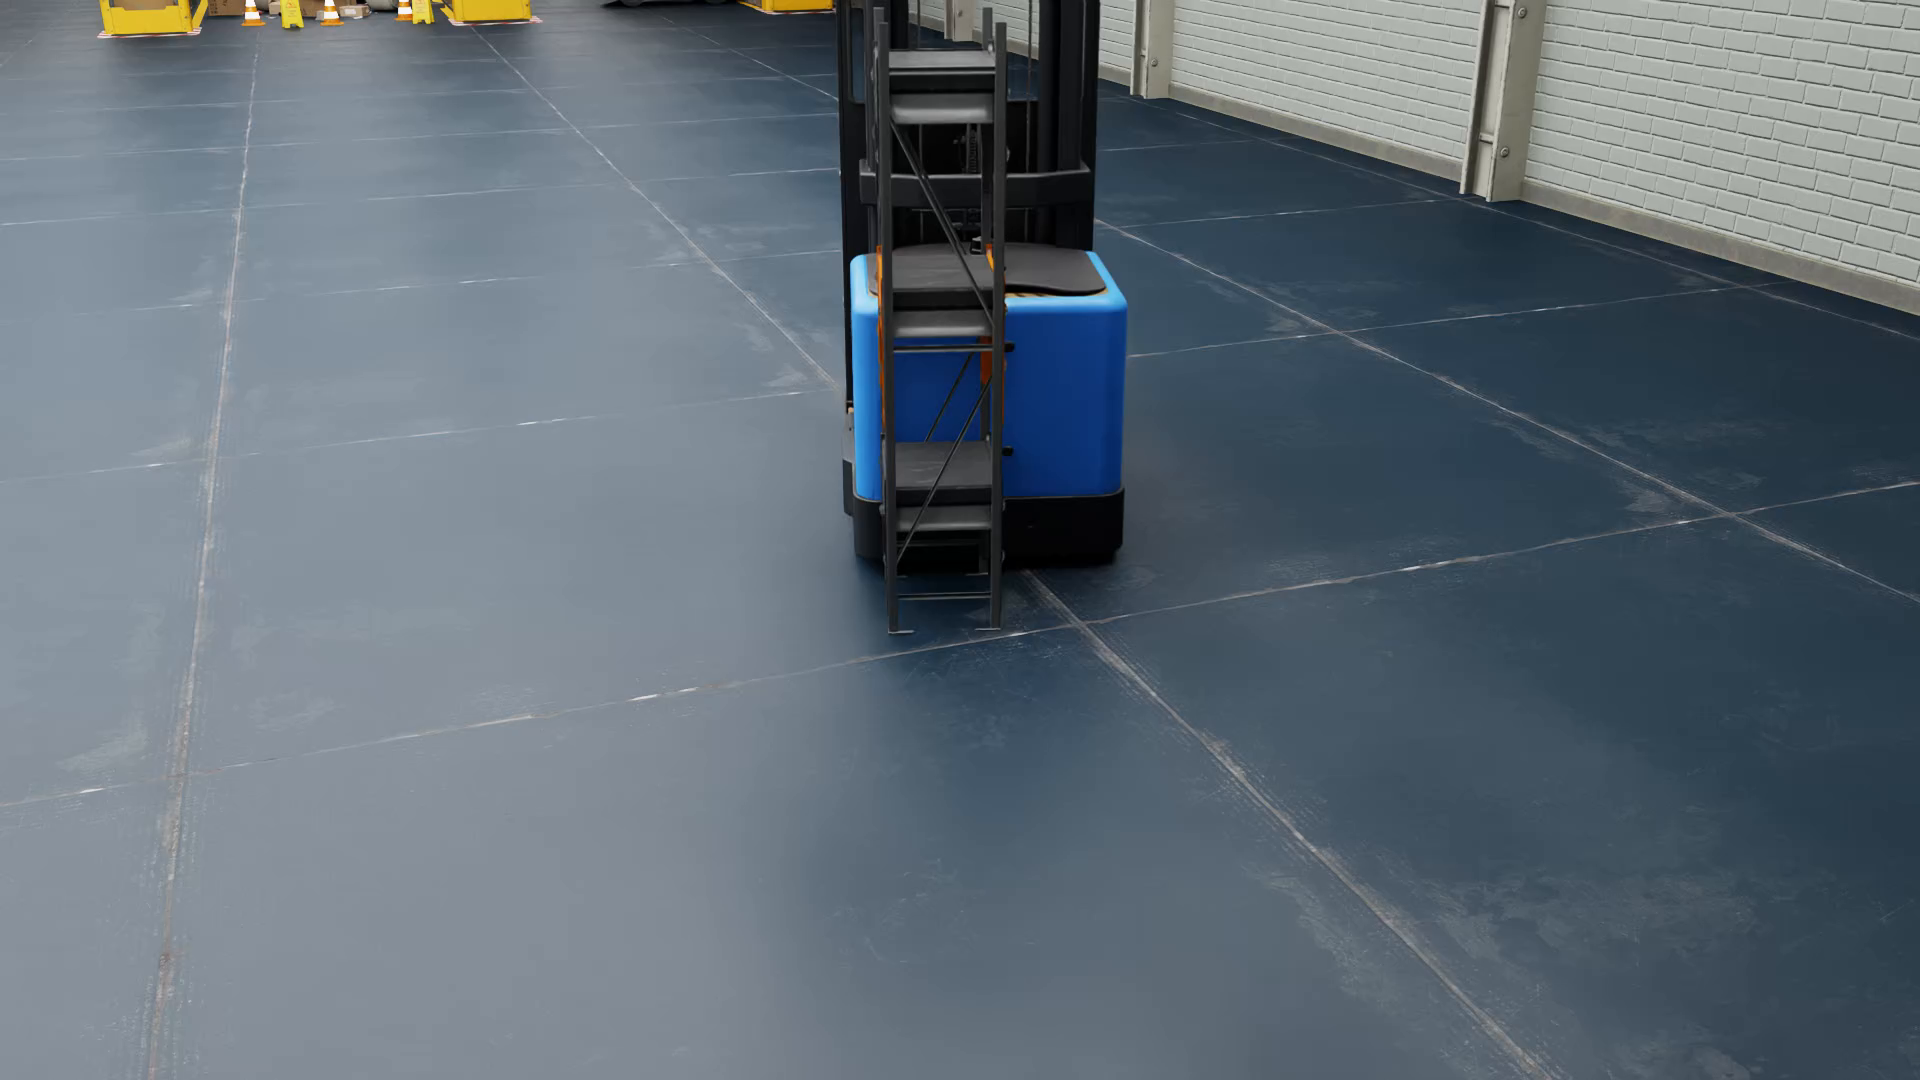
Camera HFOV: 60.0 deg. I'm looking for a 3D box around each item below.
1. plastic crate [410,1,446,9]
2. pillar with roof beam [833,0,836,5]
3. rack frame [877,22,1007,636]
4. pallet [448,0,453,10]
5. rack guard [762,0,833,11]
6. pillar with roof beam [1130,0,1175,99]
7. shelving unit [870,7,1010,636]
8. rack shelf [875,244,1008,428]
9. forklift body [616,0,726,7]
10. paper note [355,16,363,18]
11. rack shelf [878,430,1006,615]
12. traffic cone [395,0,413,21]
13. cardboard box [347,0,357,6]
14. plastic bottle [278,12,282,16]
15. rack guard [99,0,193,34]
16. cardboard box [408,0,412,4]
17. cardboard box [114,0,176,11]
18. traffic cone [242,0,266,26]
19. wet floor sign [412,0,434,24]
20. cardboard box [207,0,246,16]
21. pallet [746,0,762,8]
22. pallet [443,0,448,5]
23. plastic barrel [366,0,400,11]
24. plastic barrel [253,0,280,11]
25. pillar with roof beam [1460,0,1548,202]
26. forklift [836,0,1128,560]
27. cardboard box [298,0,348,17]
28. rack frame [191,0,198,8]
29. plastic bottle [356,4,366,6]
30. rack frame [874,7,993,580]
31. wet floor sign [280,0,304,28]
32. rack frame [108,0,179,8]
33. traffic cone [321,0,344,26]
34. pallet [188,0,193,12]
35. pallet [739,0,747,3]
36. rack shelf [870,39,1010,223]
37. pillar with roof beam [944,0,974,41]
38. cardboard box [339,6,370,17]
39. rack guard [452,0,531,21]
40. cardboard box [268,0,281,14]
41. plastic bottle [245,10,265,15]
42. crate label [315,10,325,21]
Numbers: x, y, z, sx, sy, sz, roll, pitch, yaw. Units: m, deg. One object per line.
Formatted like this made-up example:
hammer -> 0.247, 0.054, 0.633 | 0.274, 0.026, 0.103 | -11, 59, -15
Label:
plastic crate -> -8.995, -9.032, 28.076 | 0.402, 0.080, 0.583 | -18, 29, -37
pillar with roof beam -> -6.157, -12.840, 25.628 | 9.100, 9.000, 0.400 | -8, 24, -19
rack frame -> -0.055, -0.634, 5.550 | 0.400, 2.100, 0.015 | -2, 23, -4
pallet -> -8.077, -9.092, 28.050 | 1.003, 0.211, 1.213 | -8, 24, -19
rack guard -> -2.718, -9.129, 27.765 | 1.175, 0.500, 0.348 | -8, 24, -19
pillar with roof beam -> -1.918, -8.480, 15.283 | 9.100, 9.000, 0.400 | -8, 24, -19
shelving unit -> -0.072, -0.728, 5.775 | 0.431, 2.100, 0.503 | -2, 23, -4
rack shelf -> -0.072, -0.716, 5.780 | 0.431, 0.518, 0.480 | -2, 23, -4
forklift body -> -5.103, -10.337, 28.506 | 2.313, 2.155, 1.214 | -8, 24, -19
paper note -> -9.565, -8.309, 26.425 | 0.148, 0.019, 0.142 | -18, 29, -37
rack shelf -> -0.073, -0.071, 6.052 | 0.431, 0.518, 0.480 | -2, 23, -4
traffic cone -> -8.728, -8.417, 26.125 | 0.336, 0.463, 0.334 | -8, 24, -19
cardboard box -> -10.502, -9.210, 28.260 | 0.396, 0.266, 0.258 | 12, 26, 27
plastic bottle -> -10.871, -8.459, 26.741 | 0.133, 0.061, 0.283 | -18, 29, -37
rack guard -> -11.956, -7.731, 24.448 | 1.175, 0.500, 0.348 | -8, 24, -19
cardboard box -> -9.677, -9.334, 28.248 | 0.500, 0.500, 0.500 | 8, 24, 18
cardboard box -> -12.266, -8.343, 24.877 | 0.875, 0.875, 0.875 | -8, 24, -19
traffic cone -> -10.823, -8.110, 25.396 | 0.336, 0.463, 0.334 | -8, 24, -19
wet floor sign -> -8.303, -8.306, 25.627 | 0.267, 0.644, 0.232 | 0, 23, -1
cardboard box -> -11.869, -8.771, 26.912 | 0.500, 0.500, 0.500 | -4, 23, -10
pallet -> -3.036, -9.277, 28.488 | 1.003, 0.211, 1.213 | -8, 24, -19
pallet -> -8.512, -9.536, 29.104 | 1.003, 0.211, 1.213 | -8, 24, -19
plastic barrel -> -9.515, -8.963, 27.470 | 0.512, 0.421, 0.421 | 8, 24, 18
plastic barrel -> -11.541, -8.956, 27.453 | 0.512, 0.421, 0.421 | 8, 24, 18
pillar with roof beam -> 0.202, -6.300, 10.110 | 9.100, 9.000, 0.400 | -8, 24, -19
forklift -> 0.014, -1.807, 7.263 | 1.130, 2.935, 3.031 | -2, 23, -4
cardboard box -> -10.358, -8.748, 26.856 | 0.637, 0.503, 0.797 | 12, 26, 27
rack frame -> -13.377, -10.345, 27.431 | 1.000, 3.000, 0.127 | -8, 24, -19
plastic bottle -> -10.081, -8.980, 27.977 | 0.133, 0.061, 0.283 | -4, 23, -10
rack frame -> -0.090, -0.823, 5.999 | 0.400, 2.100, 0.015 | -2, 23, -4
wet floor sign -> -10.102, -8.067, 25.060 | 0.267, 0.644, 0.232 | -13, 26, -28
rack frame -> -11.964, -8.891, 23.983 | 1.000, 3.000, 0.127 | -8, 24, -19
traffic cone -> -9.646, -8.141, 25.470 | 0.336, 0.463, 0.334 | -8, 24, -19
pallet -> -13.182, -8.773, 27.292 | 1.003, 0.211, 1.213 | -8, 24, -19
pallet -> -3.463, -9.719, 29.538 | 1.003, 0.211, 1.213 | -8, 24, -19
rack shelf -> -0.072, -1.361, 5.508 | 0.431, 0.518, 0.480 | -2, 23, -4
pillar with roof beam -> -4.037, -10.660, 20.455 | 9.100, 9.000, 0.400 | -8, 24, -19
cardboard box -> -9.722, -8.492, 26.707 | 0.380, 0.149, 0.250 | 4, 23, 9
rack guard -> -7.396, -8.483, 26.232 | 1.175, 0.500, 0.348 | -8, 24, -19
cardboard box -> -11.047, -8.713, 27.080 | 0.396, 0.266, 0.258 | -4, 23, -10
plastic bottle -> -11.410, -8.532, 26.913 | 0.283, 0.061, 0.133 | -18, 29, -37
crate label -> -9.982, -8.268, 26.191 | 0.298, 0.136, 0.250 | 18, 29, 36
